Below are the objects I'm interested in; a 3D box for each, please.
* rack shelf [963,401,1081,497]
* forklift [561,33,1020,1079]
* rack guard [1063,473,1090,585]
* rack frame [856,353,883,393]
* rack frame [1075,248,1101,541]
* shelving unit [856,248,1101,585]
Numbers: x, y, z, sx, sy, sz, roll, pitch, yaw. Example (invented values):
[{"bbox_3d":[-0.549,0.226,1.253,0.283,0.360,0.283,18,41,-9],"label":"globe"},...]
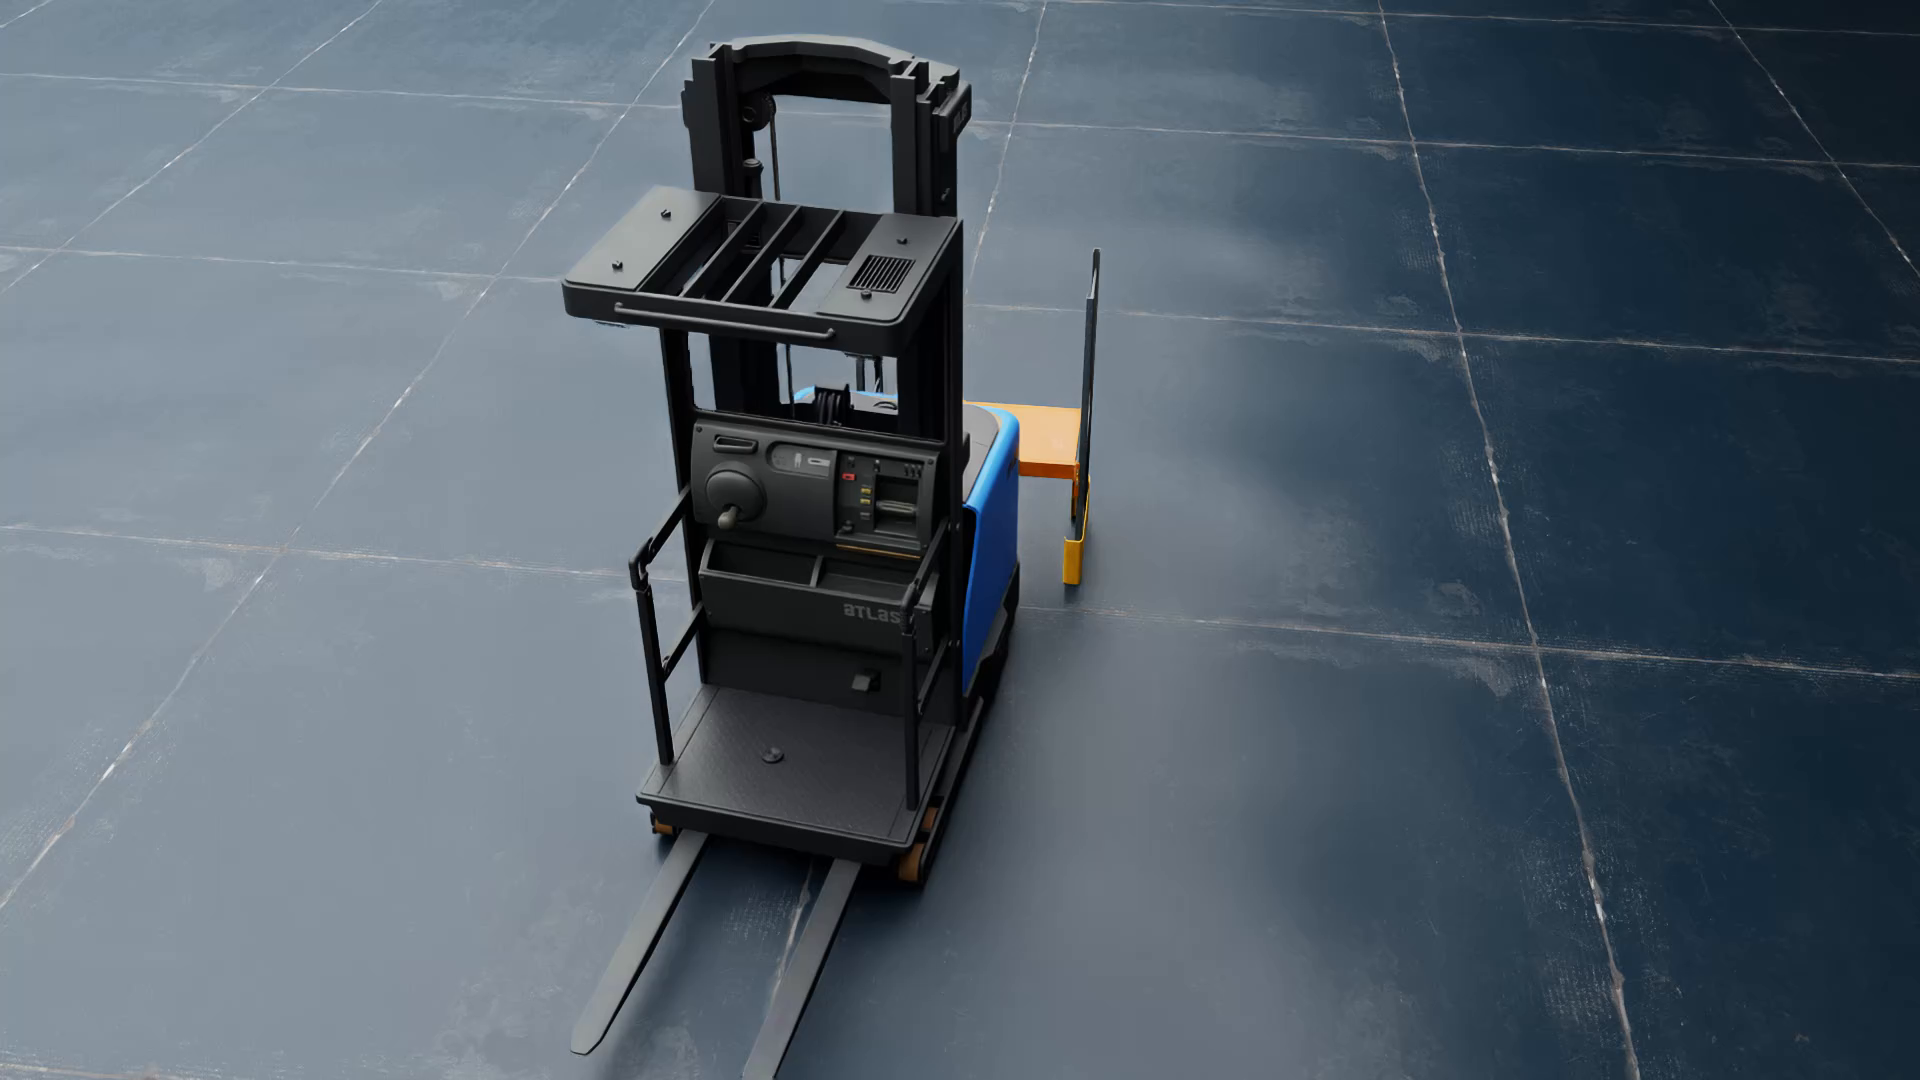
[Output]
[{"bbox_3d":[0.085,-0.458,7.910,1.000,0.185,0.538,4,36,6],"label":"rack shelf"},{"bbox_3d":[-0.590,-0.124,5.901,1.130,2.935,3.031,8,36,12],"label":"forklift"},{"bbox_3d":[0.570,-0.059,8.118,0.087,0.250,0.587,4,36,6],"label":"rack guard"},{"bbox_3d":[-0.420,-0.642,7.858,0.032,1.500,0.500,4,36,6],"label":"rack frame"},{"bbox_3d":[0.589,-0.567,7.753,0.032,1.500,0.500,4,36,6],"label":"rack frame"},{"bbox_3d":[0.076,-0.605,7.806,1.083,1.500,0.587,4,36,6],"label":"shelving unit"}]
